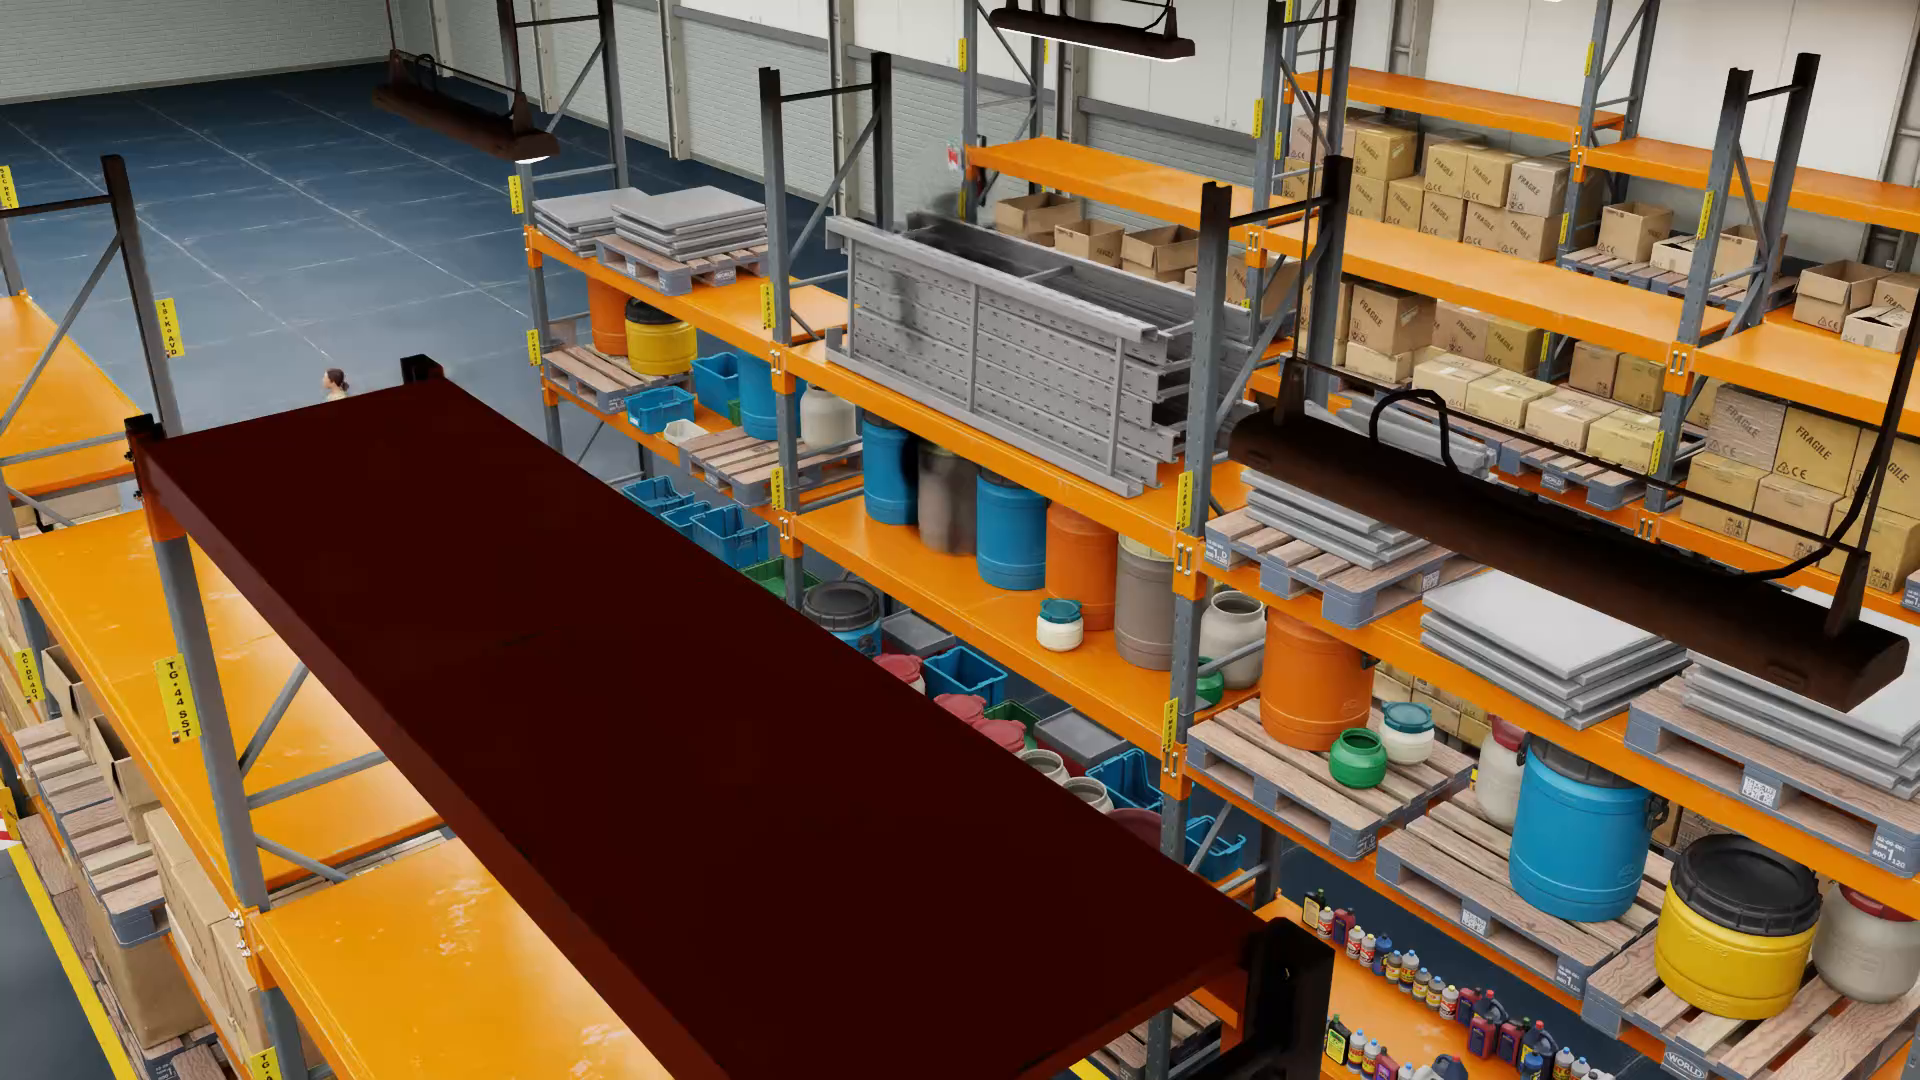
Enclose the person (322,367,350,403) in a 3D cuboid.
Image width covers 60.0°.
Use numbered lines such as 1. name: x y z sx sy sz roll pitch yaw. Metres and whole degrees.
1. person: -6.934 -1.122 18.670 0.670 1.705 0.558 -5 26 -10
